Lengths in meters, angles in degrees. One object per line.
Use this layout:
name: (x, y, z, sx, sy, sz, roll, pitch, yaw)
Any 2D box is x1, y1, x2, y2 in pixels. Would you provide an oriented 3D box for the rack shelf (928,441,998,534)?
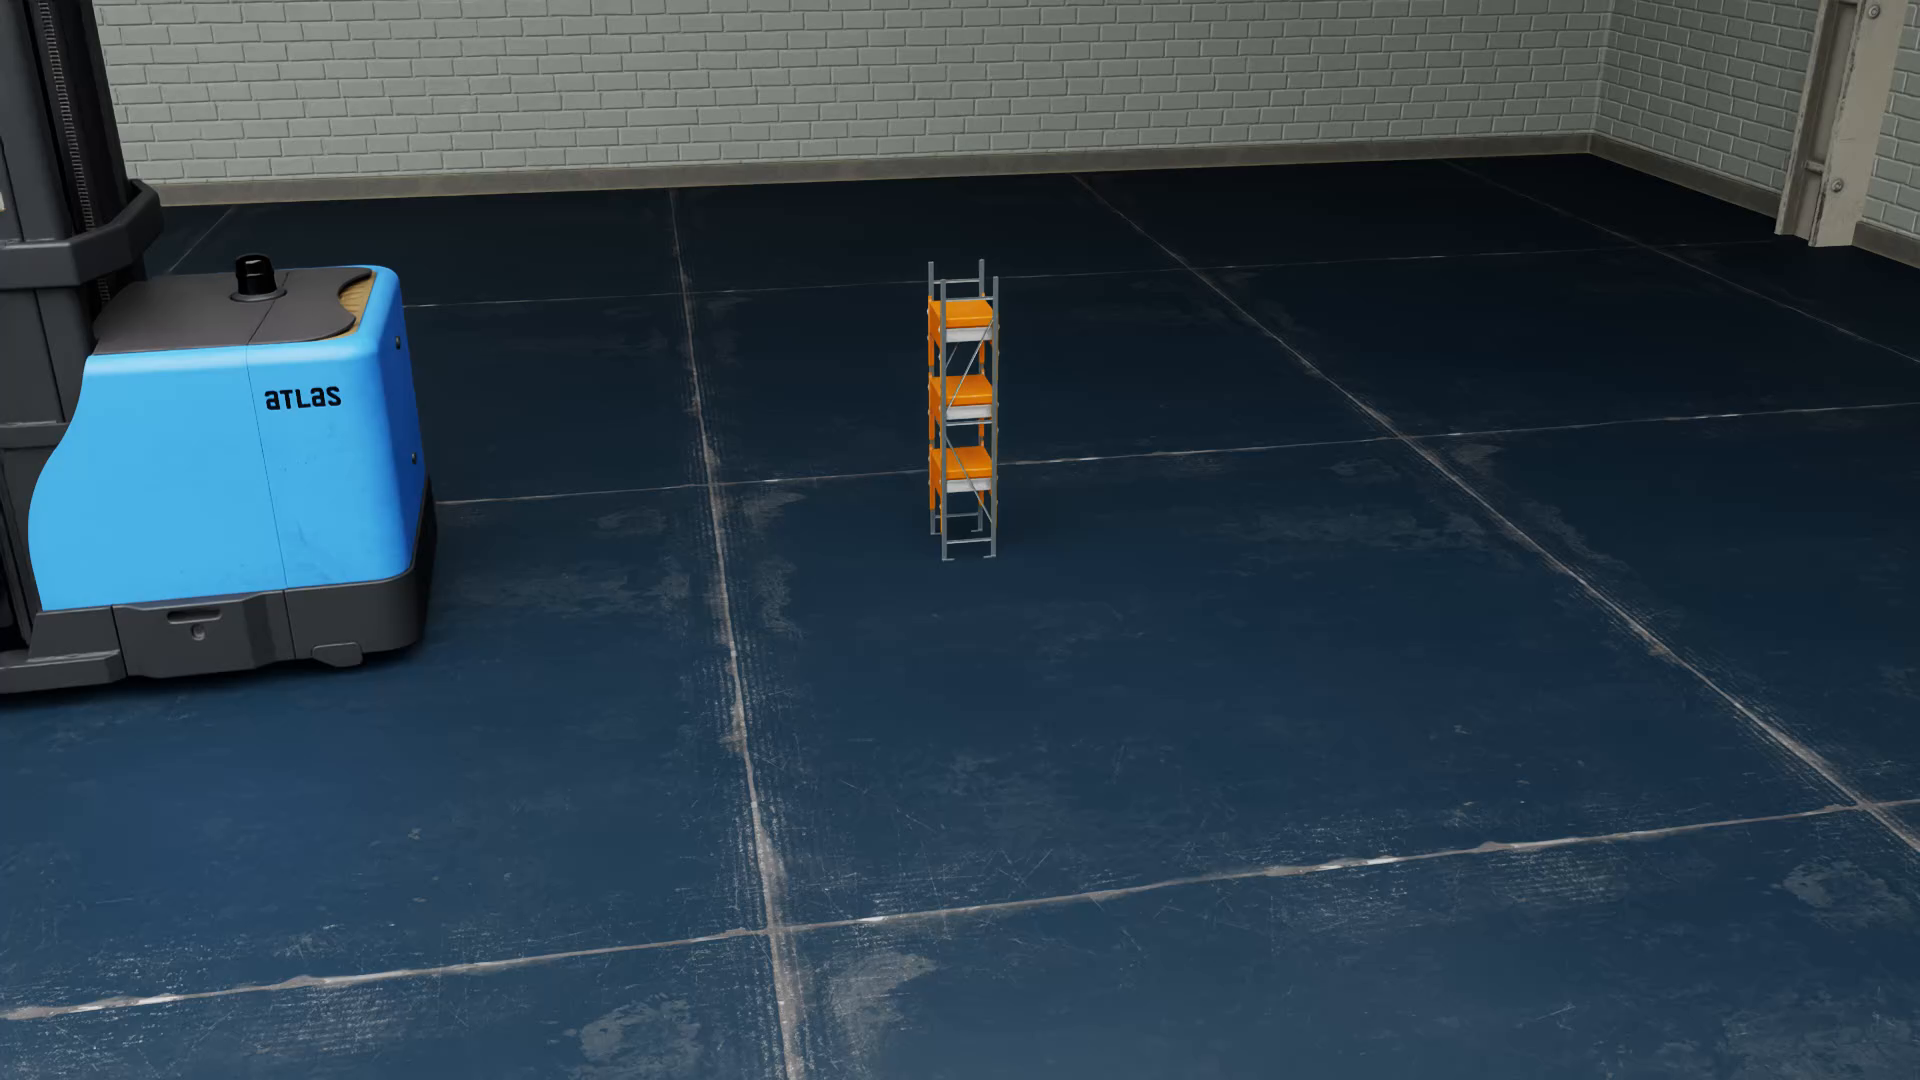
rack shelf: (0.010, -0.196, 6.107, 0.215, 0.259, 0.240, -4, 24, -10)

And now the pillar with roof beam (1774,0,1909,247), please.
pillar with roof beam: (1.259, -5.742, 8.153, 9.100, 9.000, 0.400, -4, 24, -10)

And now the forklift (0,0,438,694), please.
forklift: (-3.306, -1.003, 4.884, 3.031, 2.935, 1.130, -5, 24, -12)

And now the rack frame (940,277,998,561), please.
rack frame: (0.032, -0.412, 5.882, 0.200, 1.050, 0.008, -4, 24, -10)

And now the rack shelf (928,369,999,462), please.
rack shelf: (0.010, -0.450, 5.996, 0.215, 0.259, 0.240, -4, 24, -10)

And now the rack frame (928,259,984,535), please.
rack frame: (-0.013, -0.508, 6.102, 0.200, 1.050, 0.008, -4, 24, -10)

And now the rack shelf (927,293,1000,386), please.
rack shelf: (0.010, -0.710, 5.882, 0.215, 0.259, 0.240, -4, 24, -10)

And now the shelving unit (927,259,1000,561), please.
shelving unit: (0.010, -0.460, 5.992, 0.215, 1.050, 0.252, -4, 24, -10)
